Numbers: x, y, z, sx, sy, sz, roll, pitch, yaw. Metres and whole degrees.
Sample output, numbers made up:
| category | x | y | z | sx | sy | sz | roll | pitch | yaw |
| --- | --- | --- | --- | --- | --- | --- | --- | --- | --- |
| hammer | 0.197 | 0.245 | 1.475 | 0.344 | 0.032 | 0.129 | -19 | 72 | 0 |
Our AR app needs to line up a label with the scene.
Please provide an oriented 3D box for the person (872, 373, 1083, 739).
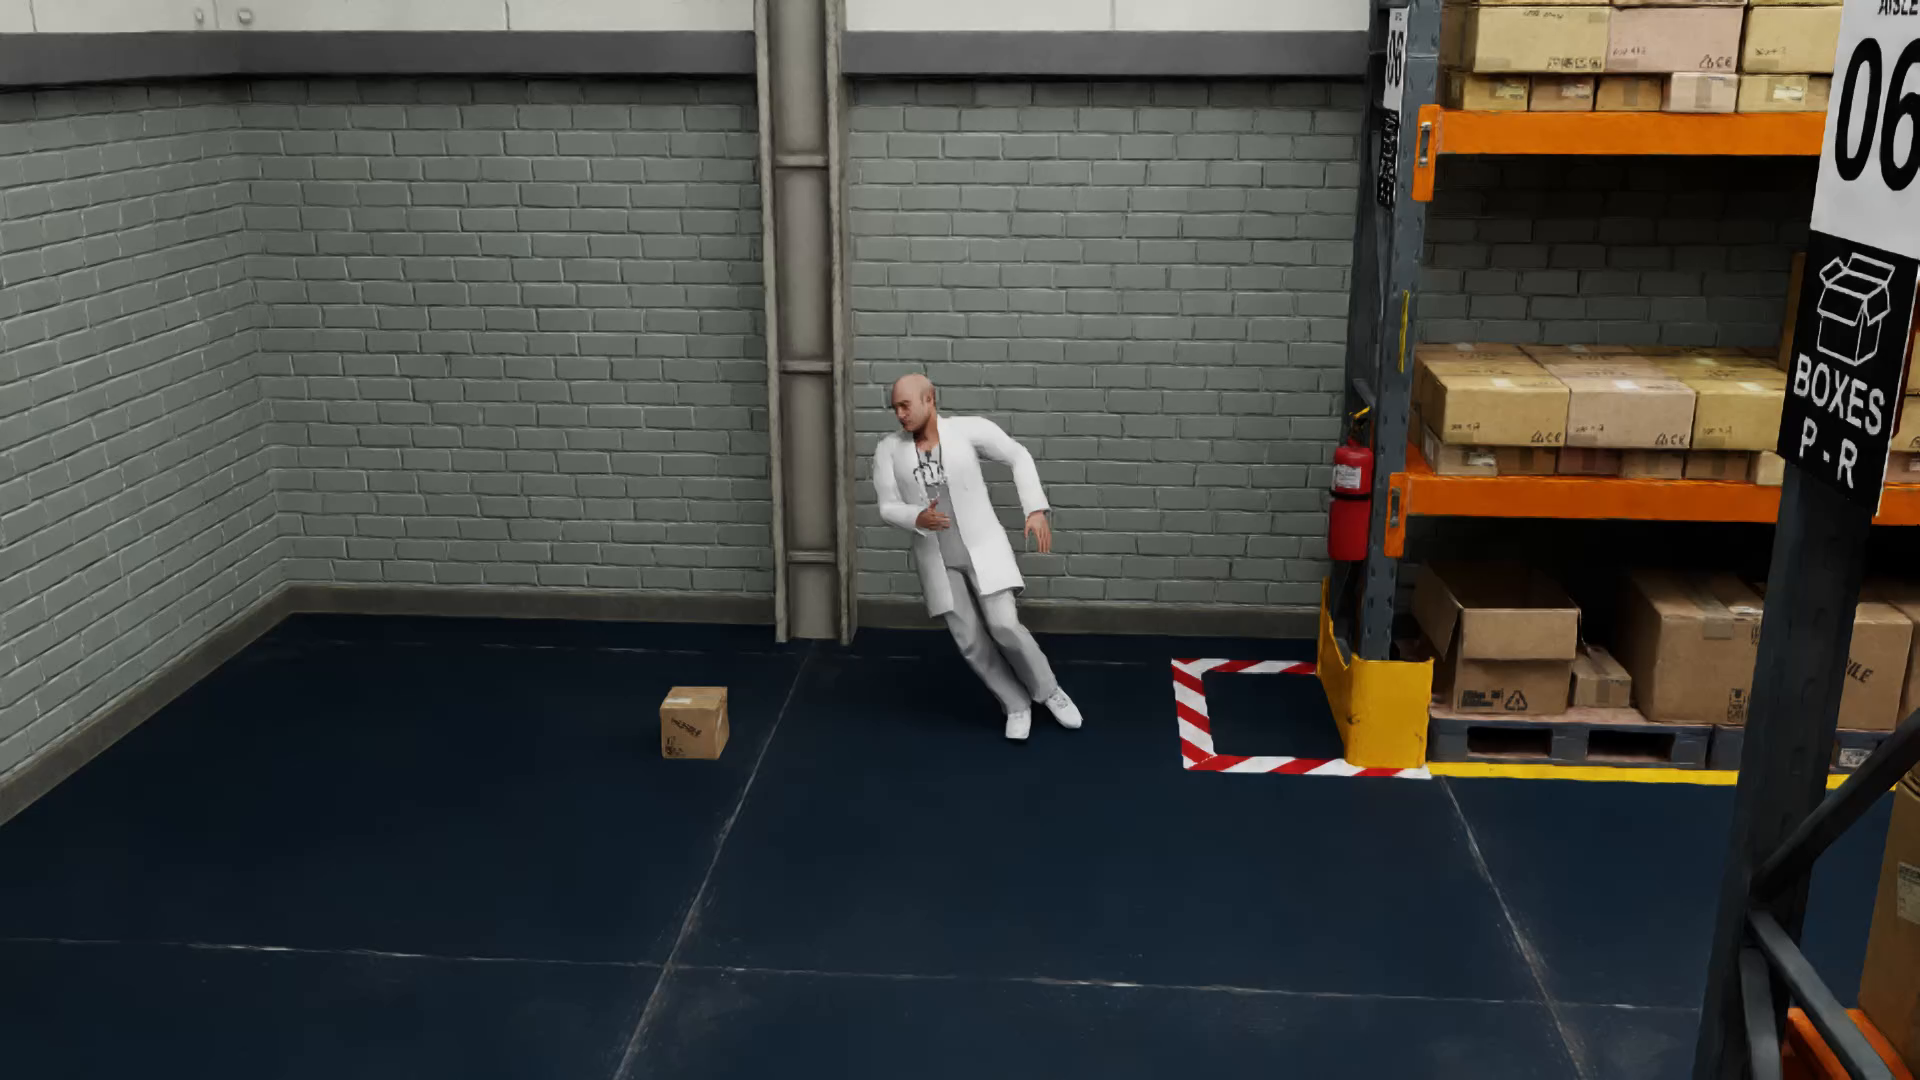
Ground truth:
| category | x | y | z | sx | sy | sz | roll | pitch | yaw |
| --- | --- | --- | --- | --- | --- | --- | --- | --- | --- |
| person | 0.080 | 0.090 | 7.481 | 0.974 | 1.653 | 0.588 | 2 | 17 | 6 |
